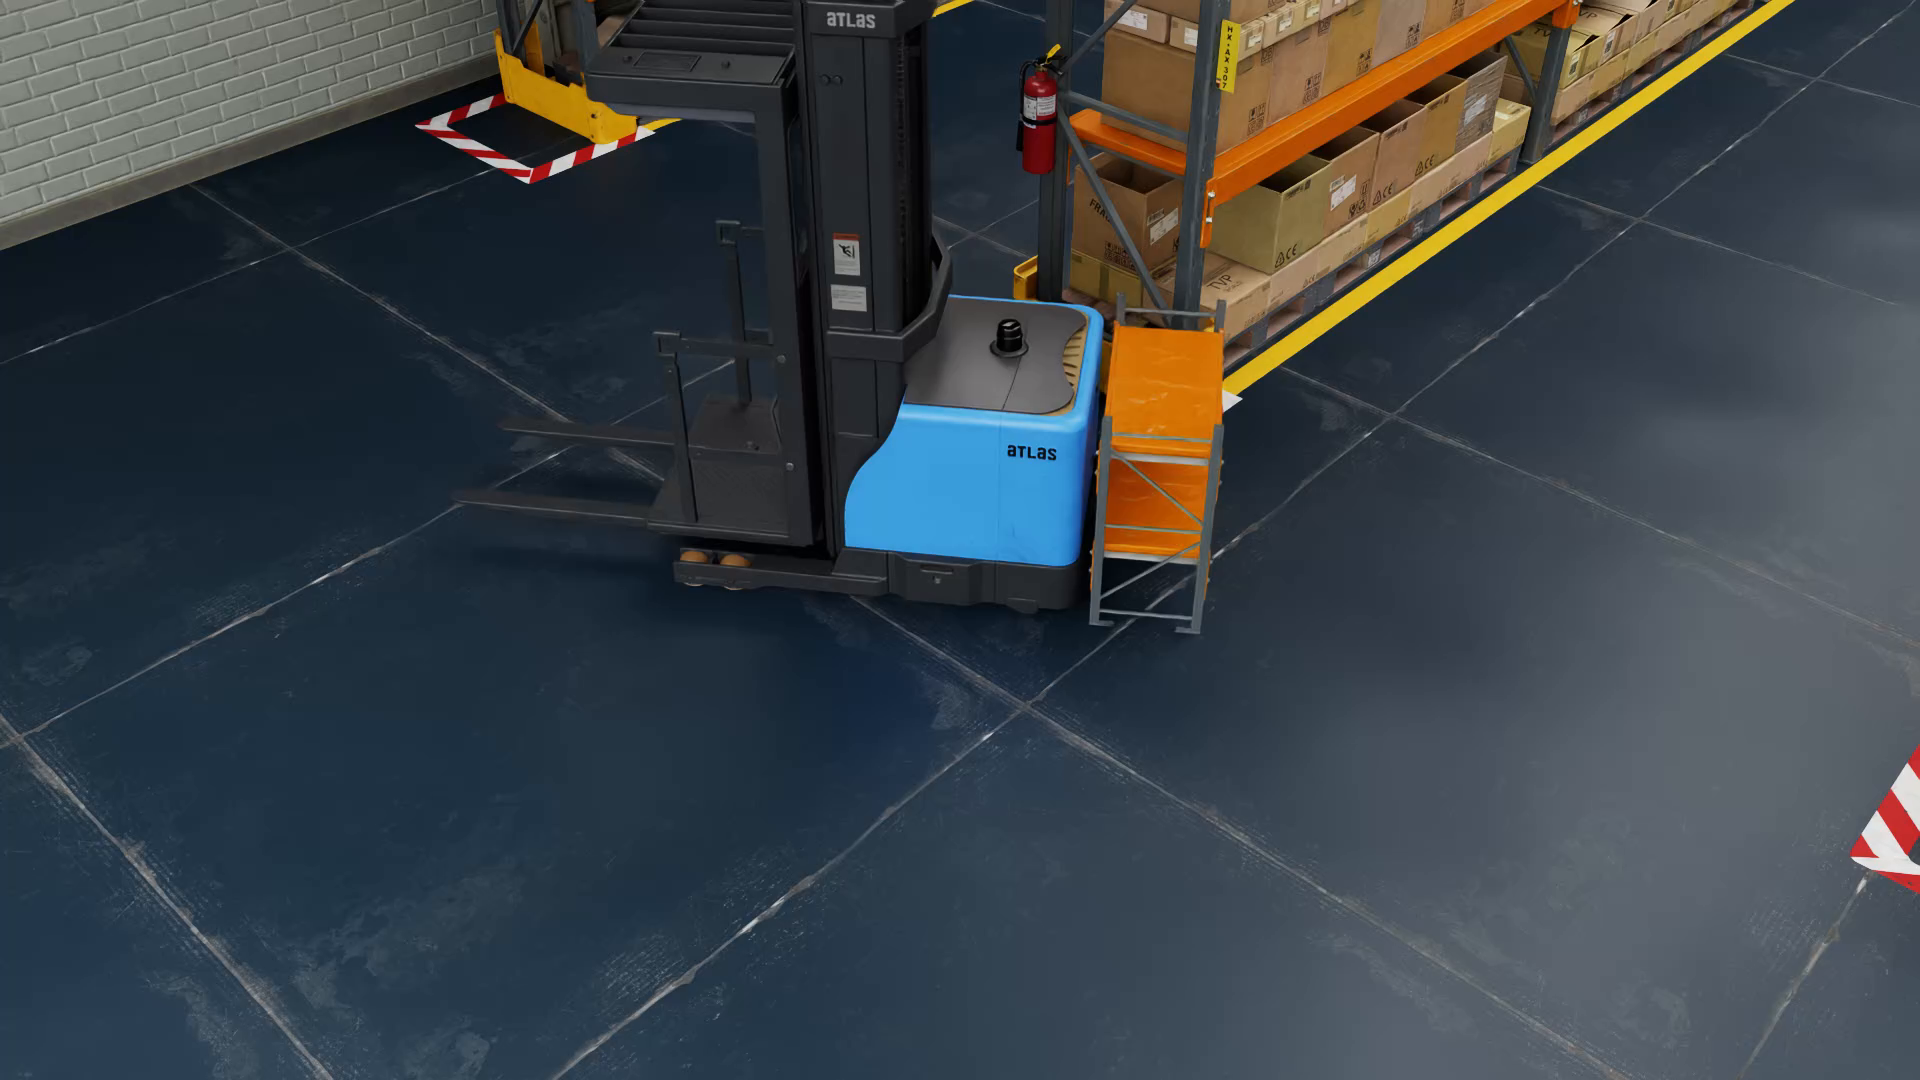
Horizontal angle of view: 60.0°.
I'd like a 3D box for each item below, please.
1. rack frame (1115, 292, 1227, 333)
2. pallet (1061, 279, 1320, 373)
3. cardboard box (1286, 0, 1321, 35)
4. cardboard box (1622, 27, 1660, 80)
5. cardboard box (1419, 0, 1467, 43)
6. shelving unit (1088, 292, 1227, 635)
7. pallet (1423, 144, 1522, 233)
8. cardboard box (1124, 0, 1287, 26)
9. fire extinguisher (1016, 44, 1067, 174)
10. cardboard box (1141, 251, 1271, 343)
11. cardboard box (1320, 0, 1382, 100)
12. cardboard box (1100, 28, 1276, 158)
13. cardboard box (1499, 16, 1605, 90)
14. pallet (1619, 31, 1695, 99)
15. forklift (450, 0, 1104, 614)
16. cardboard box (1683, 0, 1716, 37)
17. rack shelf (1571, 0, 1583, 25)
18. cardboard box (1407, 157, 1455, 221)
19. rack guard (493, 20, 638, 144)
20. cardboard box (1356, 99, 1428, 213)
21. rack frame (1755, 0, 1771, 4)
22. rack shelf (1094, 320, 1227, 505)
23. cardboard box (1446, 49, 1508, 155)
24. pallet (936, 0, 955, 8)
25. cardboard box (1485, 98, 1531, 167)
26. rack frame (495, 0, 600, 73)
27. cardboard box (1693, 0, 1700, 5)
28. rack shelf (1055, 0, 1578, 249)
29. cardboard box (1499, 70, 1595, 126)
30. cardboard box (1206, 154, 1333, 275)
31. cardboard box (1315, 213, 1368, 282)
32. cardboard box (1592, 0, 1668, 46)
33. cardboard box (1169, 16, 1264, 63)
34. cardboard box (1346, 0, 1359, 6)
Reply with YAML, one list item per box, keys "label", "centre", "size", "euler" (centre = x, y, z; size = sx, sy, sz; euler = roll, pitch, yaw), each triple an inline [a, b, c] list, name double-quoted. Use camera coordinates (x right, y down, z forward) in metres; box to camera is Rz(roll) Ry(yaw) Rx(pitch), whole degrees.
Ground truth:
- label: "rack frame"
  centre: [0.971, -0.672, 7.974]
  size: [0.500, 1.125, 0.032]
  euler: [5, 39, 6]
- label: "pallet"
  centre: [1.315, -1.372, 9.590]
  size: [1.003, 0.211, 1.213]
  euler: [30, 47, 32]
- label: "cardboard box"
  centre: [1.599, -2.714, 8.435]
  size: [0.380, 0.149, 0.250]
  euler: [30, 47, 32]
- label: "cardboard box"
  centre: [4.677, -3.575, 11.992]
  size: [0.500, 0.250, 0.500]
  euler: [28, 46, 31]
- label: "cardboard box"
  centre: [2.542, -3.291, 9.682]
  size: [0.700, 0.500, 0.500]
  euler: [30, 48, 32]
- label: "shelving unit"
  centre: [0.903, -0.358, 7.580]
  size: [0.538, 1.125, 1.048]
  euler: [5, 39, 6]
- label: "pallet"
  centre: [2.961, -2.493, 11.000]
  size: [1.003, 0.211, 1.213]
  euler: [30, 47, 32]
- label: "cardboard box"
  centre: [1.190, -2.875, 8.117]
  size: [0.700, 0.500, 0.500]
  euler: [30, 47, 32]
- label: "fire extinguisher"
  centre: [0.408, -2.205, 8.459]
  size: [0.296, 0.674, 0.183]
  euler: [30, 47, 32]
- label: "cardboard box"
  centre: [1.356, -1.336, 9.175]
  size: [0.500, 0.250, 0.500]
  euler: [30, 47, 32]
- label: "cardboard box"
  centre: [1.845, -2.812, 9.080]
  size: [0.700, 0.500, 0.500]
  euler: [30, 47, 32]
- label: "cardboard box"
  centre: [1.155, -2.343, 8.490]
  size: [0.700, 0.500, 0.500]
  euler: [30, 47, 32]
- label: "cardboard box"
  centre: [3.991, -3.325, 11.227]
  size: [0.500, 0.311, 0.500]
  euler: [30, 47, 32]
- label: "pallet"
  centre: [4.820, -3.759, 12.591]
  size: [1.003, 0.211, 1.213]
  euler: [30, 47, 32]
- label: "forklift"
  centre: [-0.887, -1.232, 7.228]
  size: [3.031, 2.935, 1.130]
  euler: [5, 39, 7]
- label: "cardboard box"
  centre: [5.366, -4.046, 12.584]
  size: [0.500, 0.250, 0.500]
  euler: [31, 48, 33]
- label: "rack shelf"
  centre: [4.878, -4.570, 11.948]
  size: [1.077, 0.370, 4.000]
  euler: [30, 47, 32]
- label: "cardboard box"
  centre: [2.706, -2.254, 10.330]
  size: [0.500, 0.250, 0.500]
  euler: [30, 47, 32]
- label: "rack guard"
  centre: [-2.778, -3.230, 11.694]
  size: [1.175, 0.500, 0.348]
  euler: [30, 47, 32]
- label: "cardboard box"
  centre: [2.370, -2.318, 9.807]
  size: [0.500, 0.500, 0.500]
  euler: [30, 47, 32]
- label: "rack frame"
  centre: [6.227, -5.770, 12.880]
  size: [1.000, 3.000, 0.127]
  euler: [30, 47, 32]
- label: "rack shelf"
  centre: [0.903, -0.587, 7.398]
  size: [0.538, 0.278, 1.000]
  euler: [5, 39, 6]
- label: "cardboard box"
  centre: [3.031, -2.785, 10.395]
  size: [0.500, 0.500, 0.500]
  euler: [30, 47, 32]
- label: "pallet"
  centre: [-0.557, -4.596, 13.644]
  size: [1.003, 0.211, 1.213]
  euler: [30, 47, 32]
- label: "cardboard box"
  centre: [3.377, -2.716, 10.911]
  size: [0.500, 0.250, 0.500]
  euler: [30, 47, 32]
- label: "rack frame"
  centre: [-2.829, -4.173, 10.872]
  size: [1.000, 3.000, 0.127]
  euler: [30, 47, 32]
- label: "cardboard box"
  centre: [5.367, -4.262, 12.404]
  size: [0.500, 0.311, 0.500]
  euler: [29, 47, 32]
- label: "rack shelf"
  centre: [2.180, -2.732, 9.637]
  size: [1.077, 0.370, 4.000]
  euler: [30, 47, 32]
- label: "cardboard box"
  centre: [3.984, -3.102, 11.396]
  size: [0.500, 0.250, 0.500]
  euler: [28, 47, 31]
- label: "cardboard box"
  centre: [1.692, -1.860, 9.232]
  size: [0.500, 0.500, 0.500]
  euler: [30, 47, 32]
- label: "cardboard box"
  centre: [2.028, -1.797, 9.755]
  size: [0.500, 0.250, 0.500]
  euler: [30, 47, 32]
- label: "cardboard box"
  centre: [4.681, -3.792, 11.813]
  size: [0.500, 0.311, 0.500]
  euler: [28, 46, 31]
- label: "cardboard box"
  centre: [1.254, -2.478, 8.138]
  size: [0.380, 0.149, 0.250]
  euler: [29, 47, 32]
- label: "cardboard box"
  centre: [1.949, -2.953, 8.735]
  size: [0.380, 0.149, 0.250]
  euler: [28, 46, 31]
